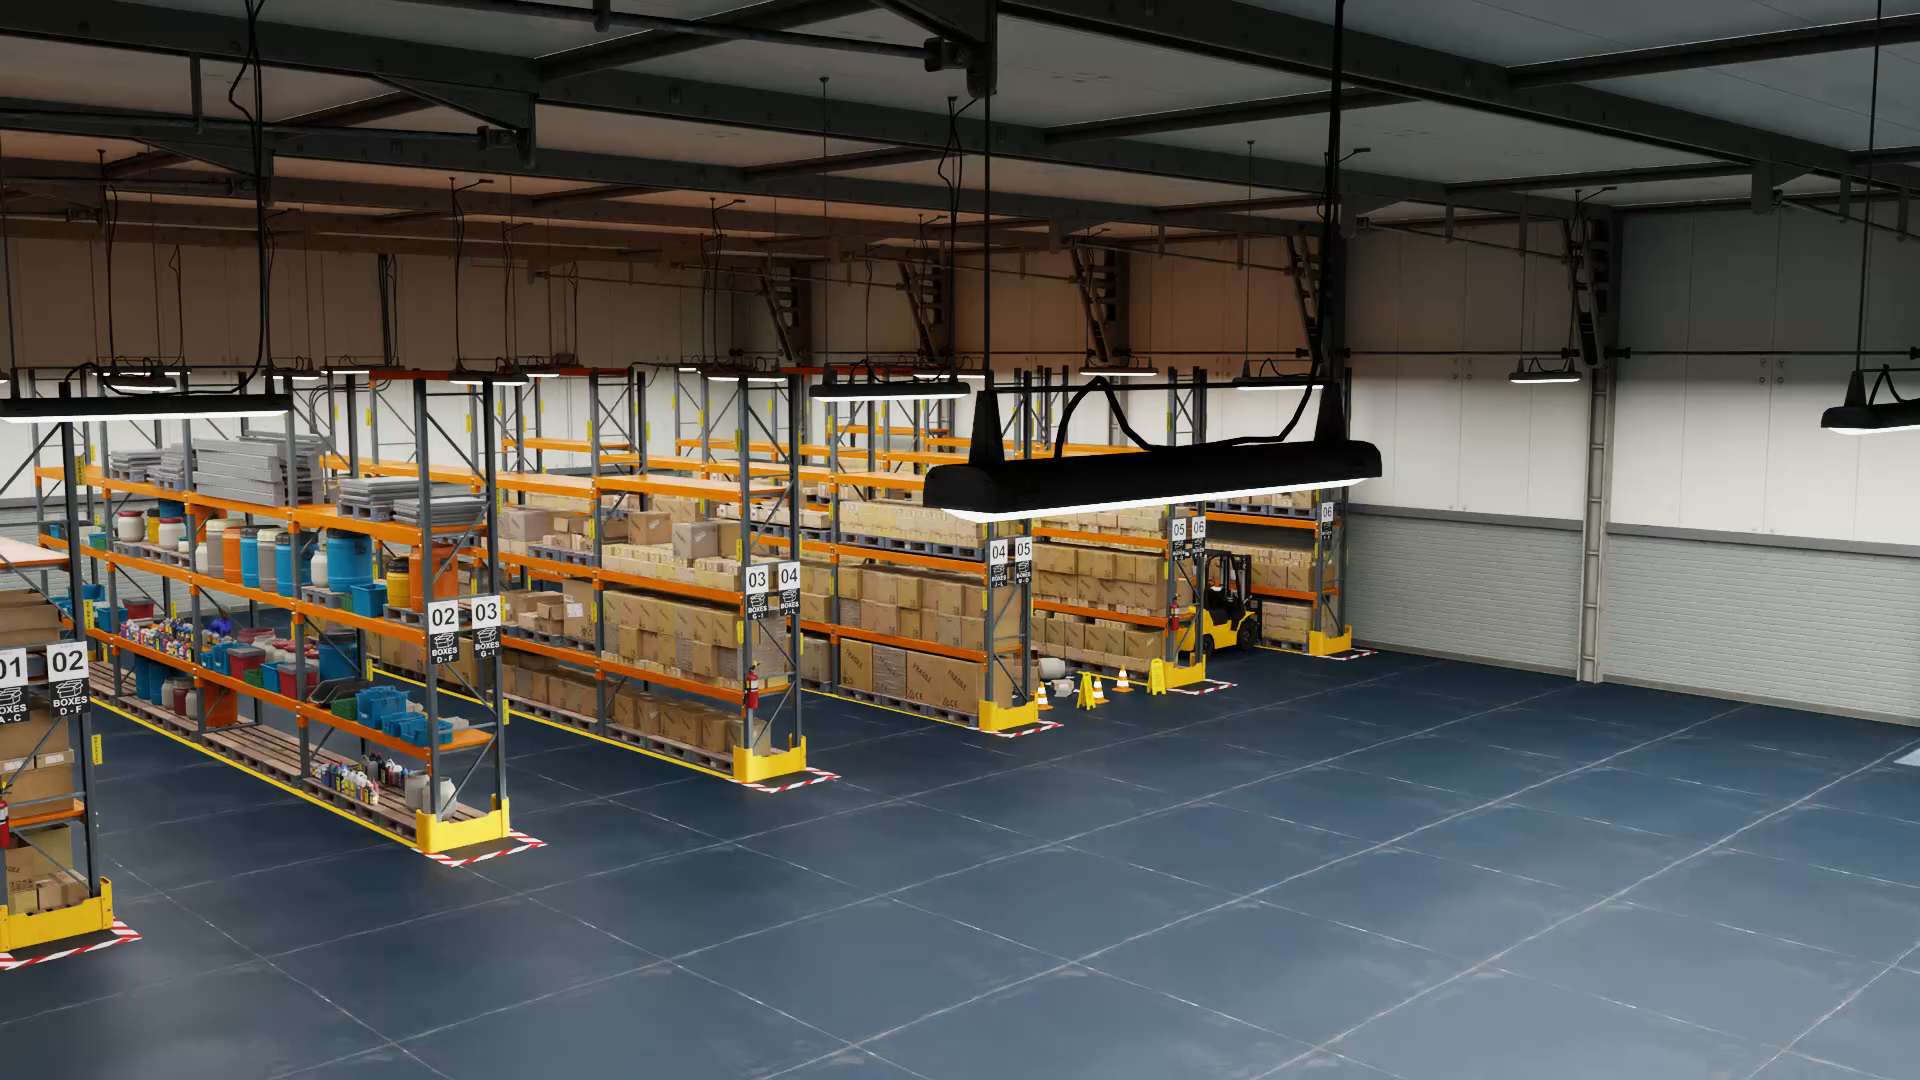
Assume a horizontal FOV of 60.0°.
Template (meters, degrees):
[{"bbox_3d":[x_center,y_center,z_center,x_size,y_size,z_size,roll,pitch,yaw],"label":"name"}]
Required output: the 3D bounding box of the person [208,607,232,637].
[{"bbox_3d":[-14.087,2.007,31.579,0.759,1.548,0.630,2,7,19],"label":"person"}]
